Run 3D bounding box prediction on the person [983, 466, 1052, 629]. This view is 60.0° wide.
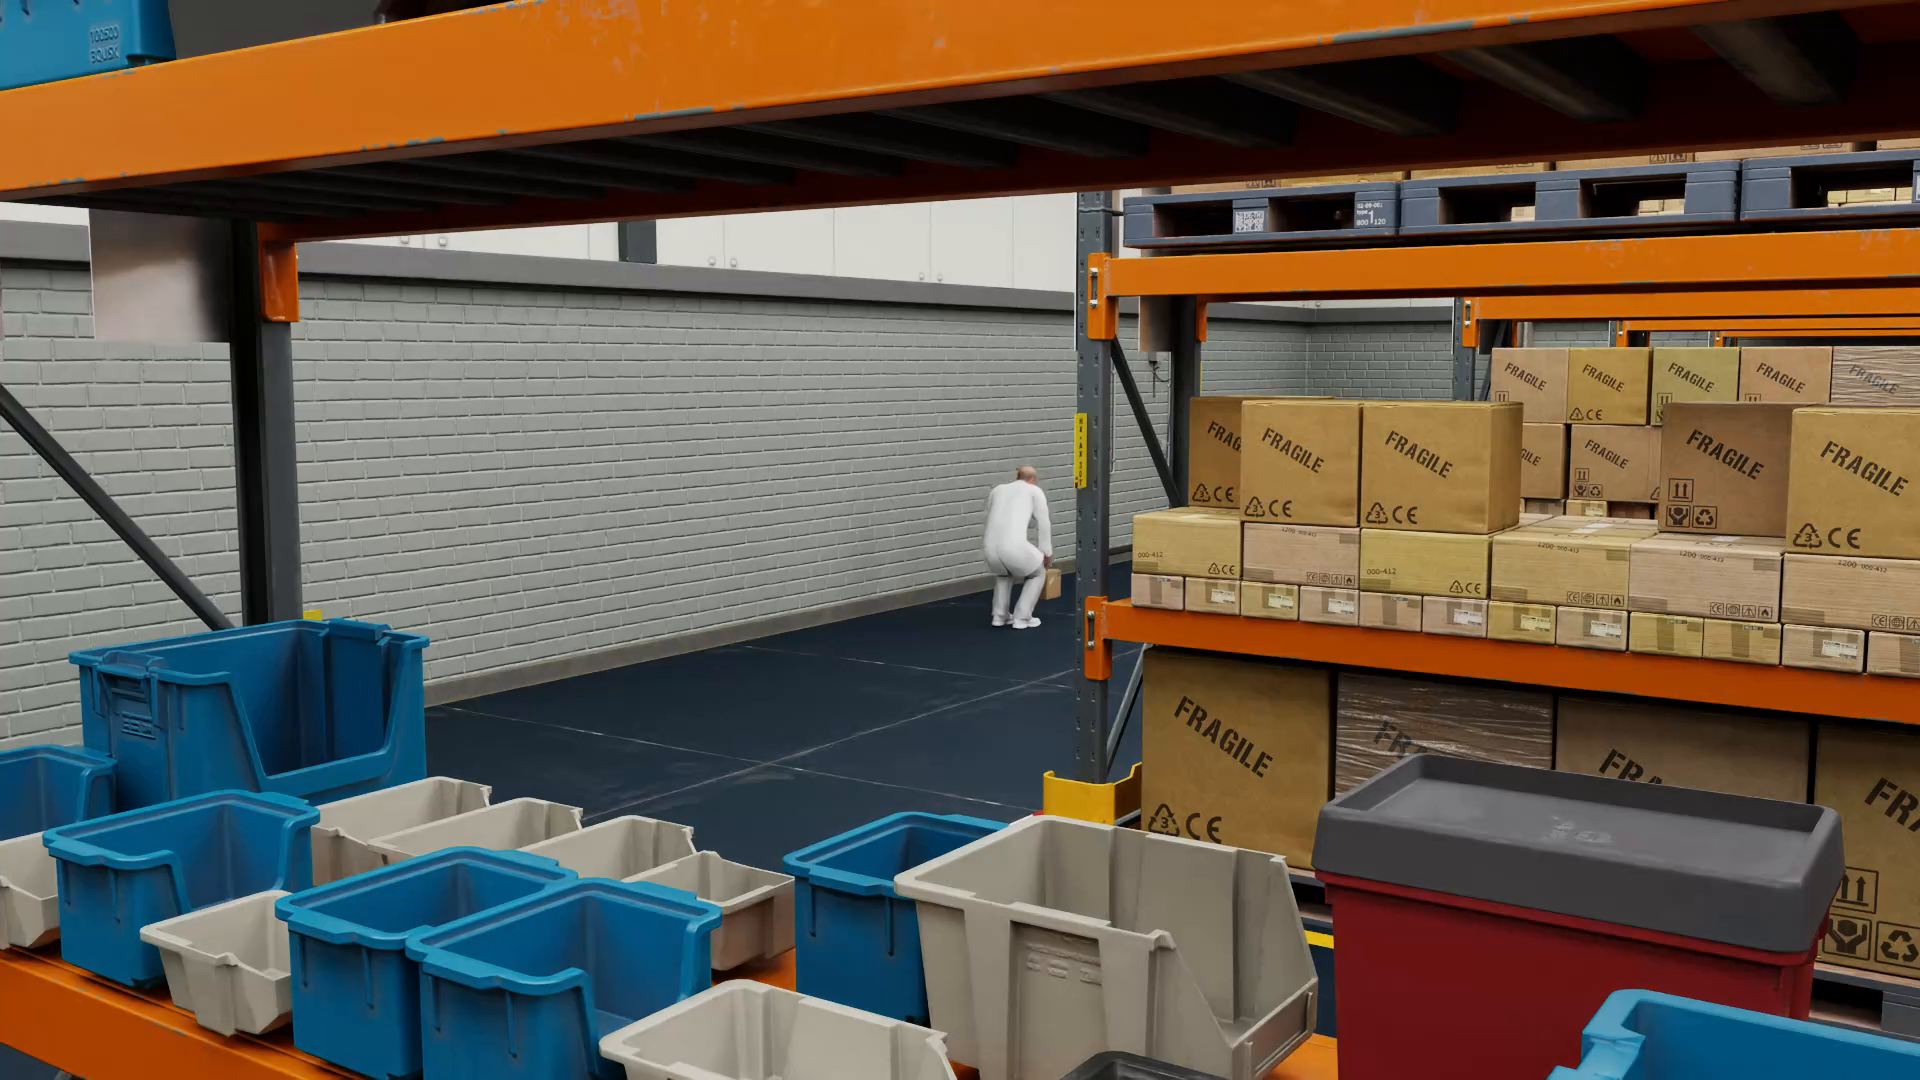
[{"bbox_3d":[0.476,0.059,14.879,0.632,1.425,0.717,4,7,34],"label":"person"}]
